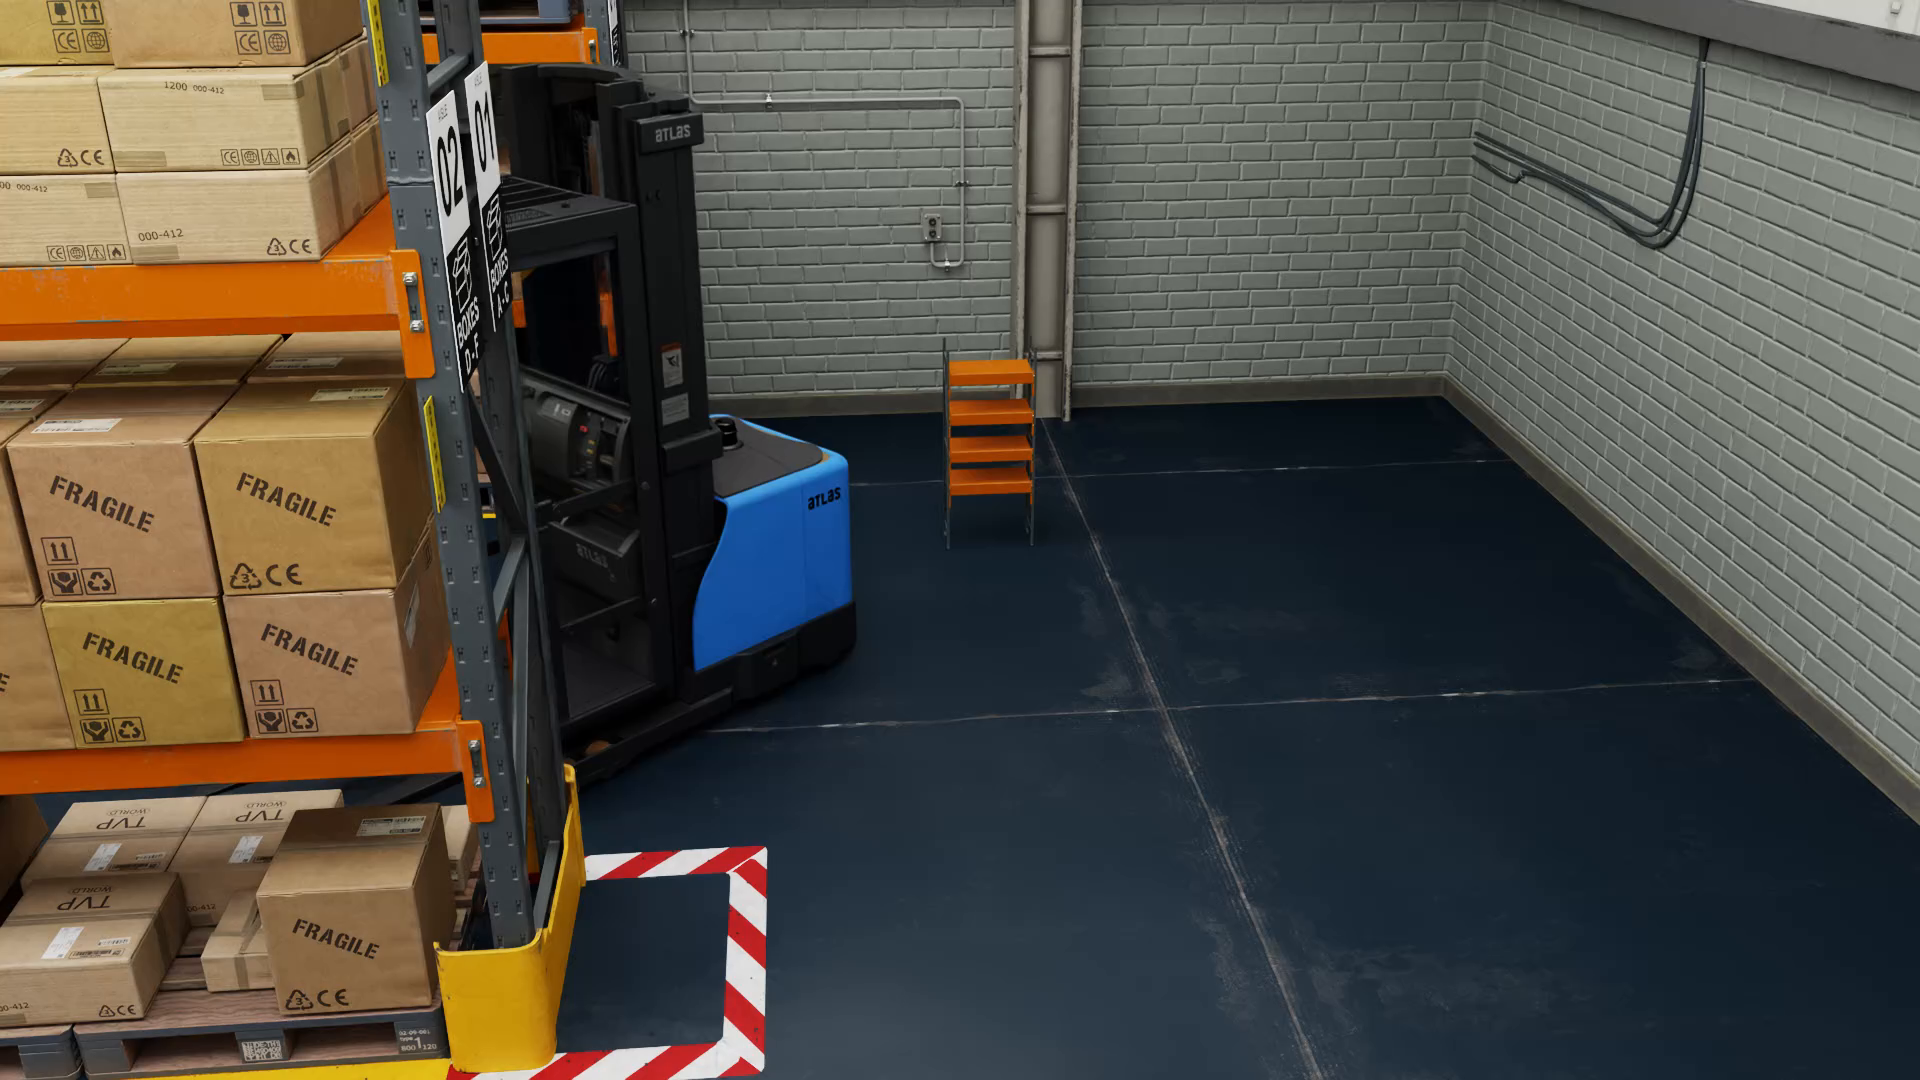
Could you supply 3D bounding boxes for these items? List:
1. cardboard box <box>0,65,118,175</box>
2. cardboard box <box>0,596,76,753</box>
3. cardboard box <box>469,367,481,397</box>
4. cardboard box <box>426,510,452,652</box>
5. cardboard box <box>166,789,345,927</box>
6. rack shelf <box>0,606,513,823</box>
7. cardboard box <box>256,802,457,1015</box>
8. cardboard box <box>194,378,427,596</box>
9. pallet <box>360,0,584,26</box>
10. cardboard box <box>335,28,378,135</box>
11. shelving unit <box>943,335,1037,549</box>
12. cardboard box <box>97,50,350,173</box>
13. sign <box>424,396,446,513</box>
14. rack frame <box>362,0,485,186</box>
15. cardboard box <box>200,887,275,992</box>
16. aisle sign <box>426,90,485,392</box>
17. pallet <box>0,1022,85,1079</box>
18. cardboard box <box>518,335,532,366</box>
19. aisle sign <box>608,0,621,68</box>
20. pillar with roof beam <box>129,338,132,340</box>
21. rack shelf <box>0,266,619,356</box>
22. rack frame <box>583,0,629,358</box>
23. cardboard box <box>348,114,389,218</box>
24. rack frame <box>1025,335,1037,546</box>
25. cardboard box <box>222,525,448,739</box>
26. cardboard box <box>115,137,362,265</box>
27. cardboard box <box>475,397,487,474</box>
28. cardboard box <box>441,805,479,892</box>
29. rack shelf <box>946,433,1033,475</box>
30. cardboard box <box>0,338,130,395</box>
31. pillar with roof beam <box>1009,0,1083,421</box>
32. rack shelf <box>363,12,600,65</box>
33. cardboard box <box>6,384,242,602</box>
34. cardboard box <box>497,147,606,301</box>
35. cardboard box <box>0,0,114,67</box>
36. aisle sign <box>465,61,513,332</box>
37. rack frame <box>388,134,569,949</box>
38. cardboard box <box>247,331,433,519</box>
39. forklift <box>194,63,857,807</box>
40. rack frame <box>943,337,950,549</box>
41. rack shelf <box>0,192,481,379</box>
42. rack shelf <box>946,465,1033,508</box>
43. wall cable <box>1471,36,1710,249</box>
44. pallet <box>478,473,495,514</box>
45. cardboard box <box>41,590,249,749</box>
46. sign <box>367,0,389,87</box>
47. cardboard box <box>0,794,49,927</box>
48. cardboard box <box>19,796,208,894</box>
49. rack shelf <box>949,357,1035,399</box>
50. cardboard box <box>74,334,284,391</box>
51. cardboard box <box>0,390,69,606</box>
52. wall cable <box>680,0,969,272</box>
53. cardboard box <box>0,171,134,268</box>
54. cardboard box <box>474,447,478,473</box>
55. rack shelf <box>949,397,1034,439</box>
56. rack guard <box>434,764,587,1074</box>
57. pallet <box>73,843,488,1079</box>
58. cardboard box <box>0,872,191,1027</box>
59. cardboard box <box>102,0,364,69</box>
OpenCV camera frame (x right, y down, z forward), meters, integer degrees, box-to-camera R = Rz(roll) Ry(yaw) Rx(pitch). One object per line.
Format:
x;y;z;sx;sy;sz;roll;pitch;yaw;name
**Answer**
-2.532;-1.184;4.597;0.500;0.250;0.500;-2;24;-5;cardboard box
-2.980;0.325;5.203;0.500;0.500;0.500;-2;24;-5;cardboard box
-2.835;-0.998;10.065;0.250;0.149;0.380;-3;24;-6;cardboard box
-2.015;0.068;5.780;0.500;0.500;0.500;-2;24;-4;cardboard box
-2.615;1.185;6.234;0.500;0.250;0.500;-2;24;-5;cardboard box
-3.538;0.611;5.567;4.000;0.370;1.077;-2;24;-5;rack shelf
-2.065;1.265;5.746;0.500;0.500;0.500;-2;24;-5;cardboard box
-1.964;-0.171;5.087;0.500;0.500;0.500;-3;24;-6;cardboard box
-2.776;-3.096;9.438;1.213;0.211;1.003;-2;24;-5;pallet
-2.085;-1.413;5.111;0.500;0.250;0.500;-2;24;-5;cardboard box
0.165;-0.555;9.521;0.503;1.200;0.258;-2;24;-5;shelving unit
-2.034;-1.204;4.642;0.500;0.250;0.500;-2;24;-5;cardboard box
-1.513;-0.246;4.795;0.005;0.325;0.100;-2;24;-5;sign
-1.548;-2.539;4.382;0.127;3.000;1.000;-2;24;-5;rack frame
-2.477;1.397;5.860;0.250;0.166;0.380;-2;24;-5;cardboard box
-1.450;-0.864;4.800;0.004;0.787;0.394;-2;24;-5;aisle sign
-3.628;1.560;5.981;1.213;0.211;1.003;-2;24;-5;pallet
-2.621;-1.163;10.435;0.250;0.149;0.380;-2;24;-5;cardboard box
-1.937;-2.869;9.311;0.004;0.787;0.394;-2;24;-5;aisle sign
-4.984;-3.019;5.462;0.400;9.000;9.100;-2;24;-5;pillar with roof beam
-4.029;-1.391;10.072;4.000;0.370;1.077;-2;24;-5;rack shelf
-2.039;-1.799;10.105;0.127;3.000;1.000;-2;24;-5;rack frame
-2.084;-1.182;5.207;0.500;0.250;0.500;-2;24;-5;cardboard box
0.408;-0.565;9.543;0.015;1.200;0.240;-2;24;-5;rack frame
-1.967;0.285;5.293;0.500;0.500;0.500;-2;24;-4;cardboard box
-2.033;-0.972;4.736;0.500;0.250;0.500;-2;24;-5;cardboard box
-2.725;-0.781;10.374;0.500;0.500;0.700;-2;24;-5;cardboard box
-1.998;1.182;6.365;0.250;0.149;0.380;-2;24;-5;cardboard box
0.165;-0.493;9.548;0.480;0.148;0.258;-2;24;-5;rack shelf
-3.033;-0.347;5.483;0.500;0.500;0.500;-2;24;-4;cardboard box
0.986;-3.258;6.001;0.400;9.000;9.100;-2;24;-5;pillar with roof beam
-4.029;-2.762;9.462;4.000;0.370;1.077;-2;24;-5;rack shelf
-2.467;-0.150;5.041;0.500;0.500;0.500;-2;24;-4;cardboard box
-2.545;-1.912;9.989;0.700;0.700;0.980;-1;24;-3;cardboard box
-2.564;-1.658;4.739;0.500;0.500;0.700;-2;24;-5;cardboard box
-1.509;-1.107;5.346;0.004;0.787;0.394;-2;24;-5;aisle sign
-1.548;0.203;5.601;0.127;3.000;1.000;-2;24;-5;rack frame
-2.015;-0.389;5.577;0.500;0.500;0.500;-2;24;-4;cardboard box
-1.892;-0.457;7.169;1.130;2.935;3.031;21;31;38;forklift
-0.078;-0.545;9.499;0.015;1.200;0.240;-2;24;-5;rack frame
-3.538;-0.759;4.958;4.000;0.370;1.077;-2;24;-5;rack shelf
0.165;-0.312;9.629;0.480;0.148;0.258;-2;24;-5;rack shelf
3.625;-3.203;9.700;0.112;2.526;3.097;-2;24;-5;wall cable
-2.827;-0.462;10.529;1.213;0.211;1.003;-2;24;-5;pallet
-2.483;0.307;5.243;0.500;0.500;0.500;-2;24;-5;cardboard box
-1.513;-1.347;4.305;0.005;0.325;0.100;-2;24;-5;sign
-3.659;1.225;5.833;0.637;0.503;0.797;-2;24;-5;cardboard box
-3.112;1.205;6.189;0.500;0.250;0.500;-2;24;-5;cardboard box
0.165;-0.914;9.362;0.480;0.148;0.258;-2;24;-5;rack shelf
-2.535;-0.365;5.523;0.500;0.500;0.500;-2;24;-5;cardboard box
-2.982;-0.128;4.990;0.500;0.500;0.500;-2;24;-4;cardboard box
-0.857;-2.697;10.874;1.851;1.984;0.084;-2;24;-5;wall cable
-2.532;-0.957;4.701;0.500;0.250;0.500;-2;24;-5;cardboard box
-3.223;-0.761;10.329;0.500;0.500;0.700;-2;24;-5;cardboard box
0.165;-0.698;9.458;0.480;0.148;0.258;-2;24;-5;rack shelf
-1.624;1.348;6.102;0.348;0.500;1.175;-2;24;-5;rack guard
-2.417;1.512;6.088;1.213;0.211;1.003;-2;24;-5;pallet
-3.013;1.405;5.739;0.500;0.250;0.500;-2;24;-5;cardboard box
-2.058;-1.643;4.707;0.500;0.500;0.700;-2;24;-5;cardboard box
